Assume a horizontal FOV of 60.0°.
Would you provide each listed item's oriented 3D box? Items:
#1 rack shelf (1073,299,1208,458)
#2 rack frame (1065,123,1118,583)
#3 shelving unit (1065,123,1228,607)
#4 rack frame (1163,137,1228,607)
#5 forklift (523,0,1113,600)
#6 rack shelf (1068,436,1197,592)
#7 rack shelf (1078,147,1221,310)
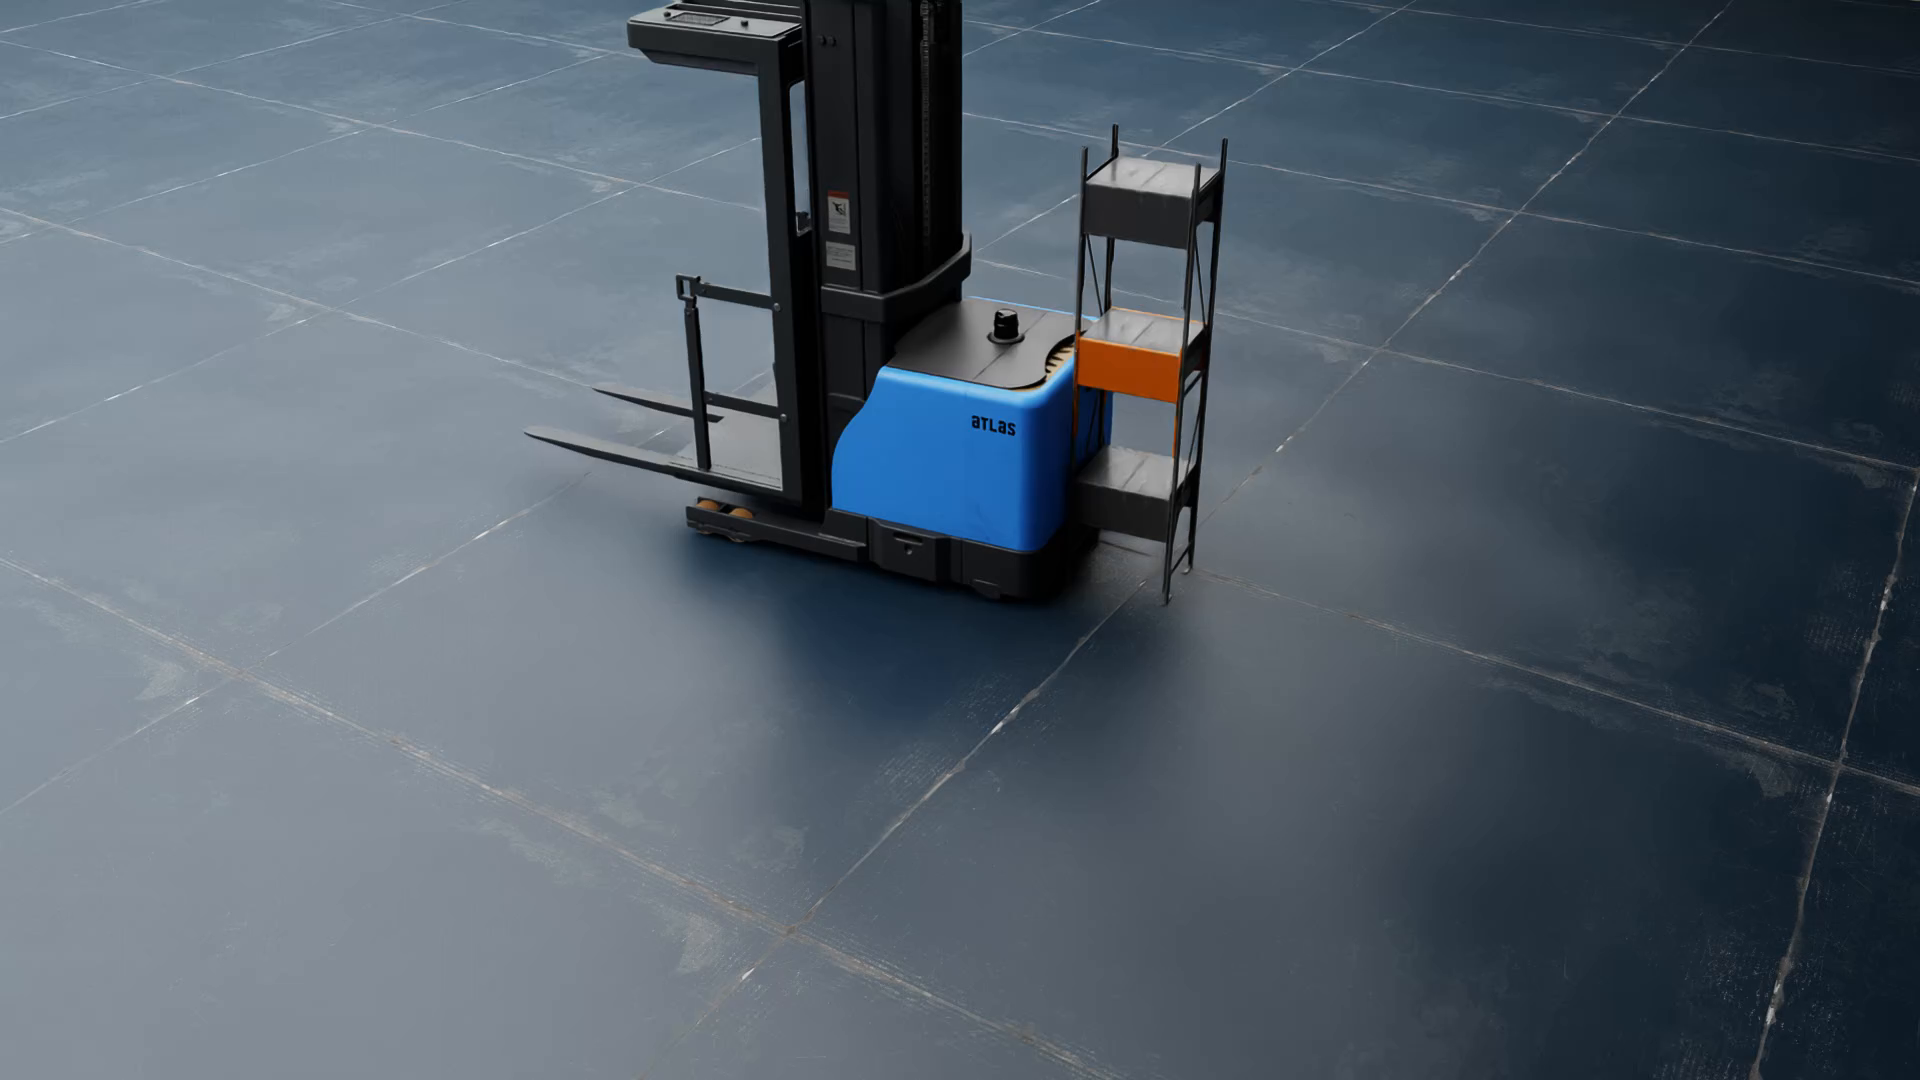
[{"bbox_3d":[0.812,-0.730,7.445,0.480,0.518,0.431,13,33,21],"label":"rack shelf"},{"bbox_3d":[0.591,-0.794,7.527,0.015,2.100,0.400,13,33,21],"label":"rack frame"},{"bbox_3d":[0.812,-0.742,7.438,0.503,2.100,0.431,13,33,21],"label":"shelving unit"},{"bbox_3d":[1.034,-0.690,7.349,0.015,2.100,0.400,13,33,21],"label":"rack frame"},{"bbox_3d":[-0.801,-1.479,7.877,3.031,2.935,1.130,13,33,21],"label":"forklift"},{"bbox_3d":[0.812,-0.126,7.798,0.480,0.518,0.431,13,33,21],"label":"rack shelf"},{"bbox_3d":[0.812,-1.335,7.092,0.480,0.518,0.431,13,33,21],"label":"rack shelf"}]
